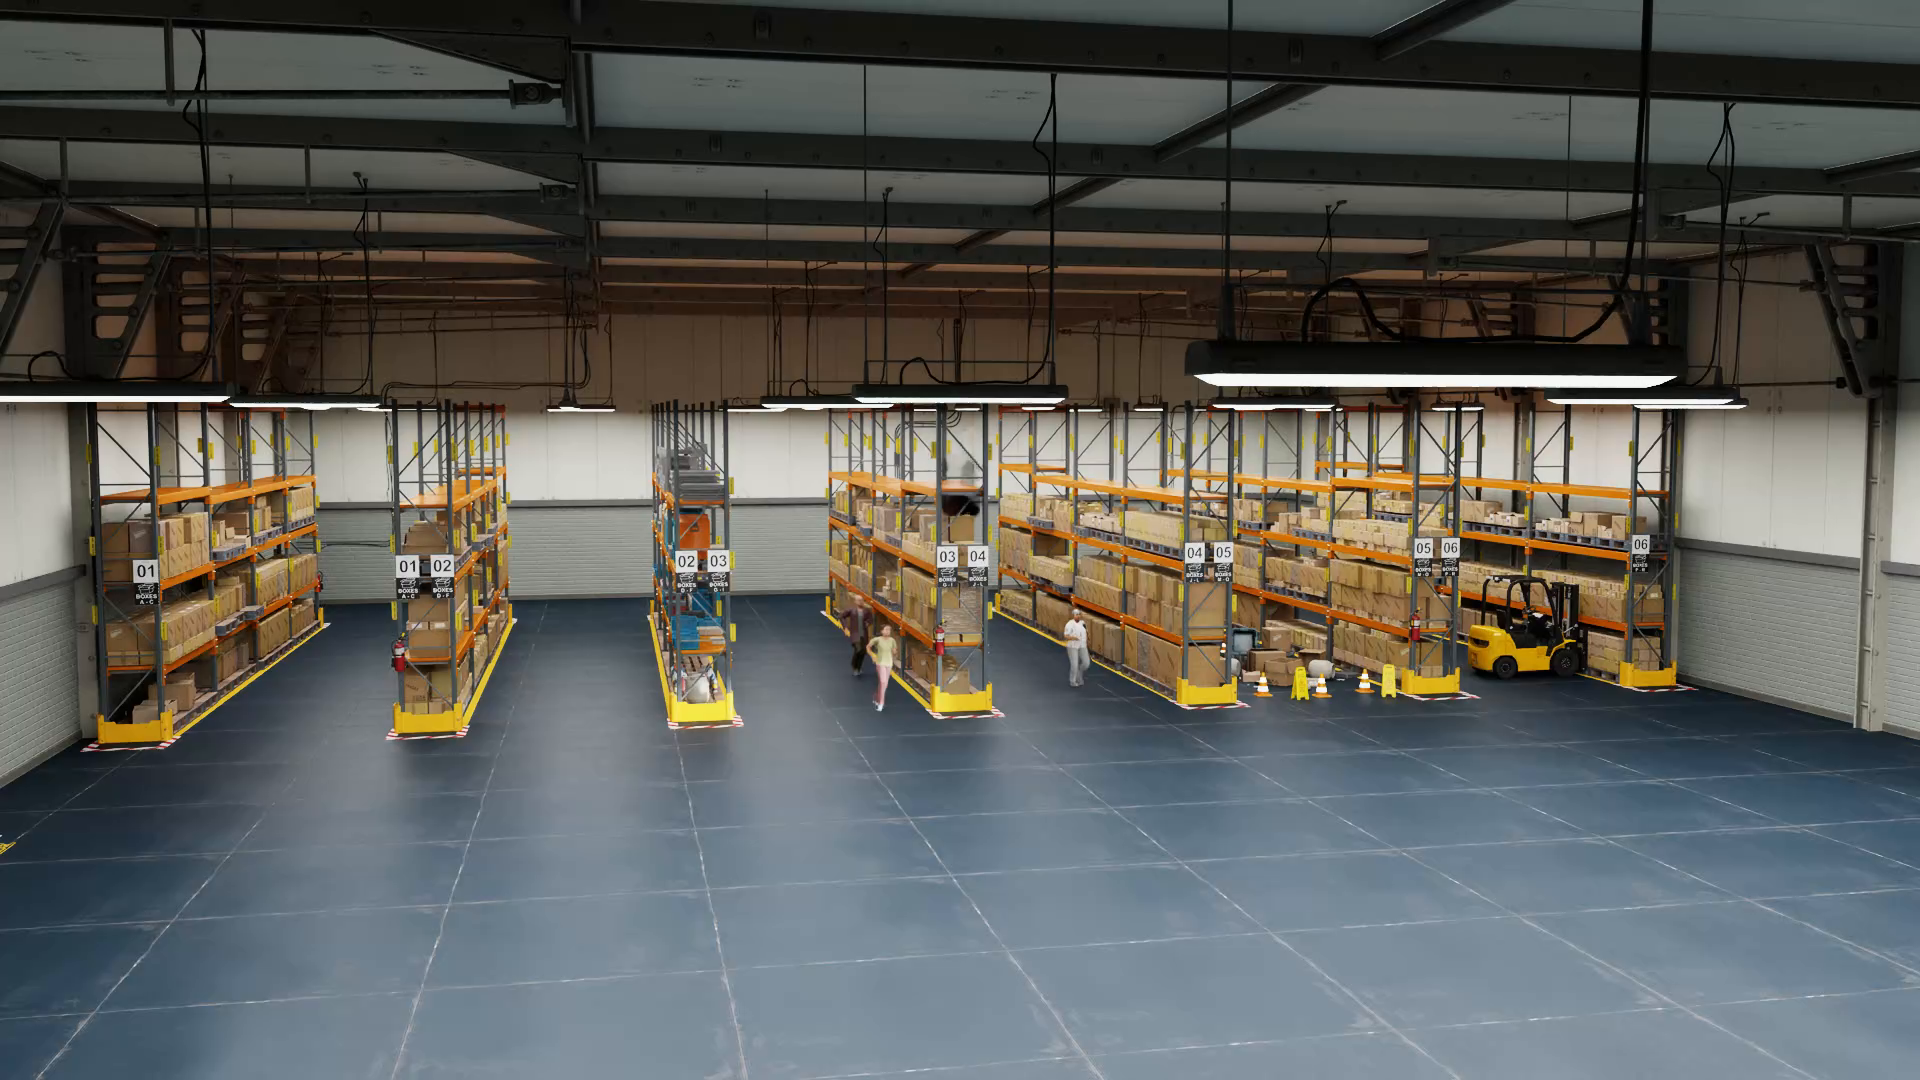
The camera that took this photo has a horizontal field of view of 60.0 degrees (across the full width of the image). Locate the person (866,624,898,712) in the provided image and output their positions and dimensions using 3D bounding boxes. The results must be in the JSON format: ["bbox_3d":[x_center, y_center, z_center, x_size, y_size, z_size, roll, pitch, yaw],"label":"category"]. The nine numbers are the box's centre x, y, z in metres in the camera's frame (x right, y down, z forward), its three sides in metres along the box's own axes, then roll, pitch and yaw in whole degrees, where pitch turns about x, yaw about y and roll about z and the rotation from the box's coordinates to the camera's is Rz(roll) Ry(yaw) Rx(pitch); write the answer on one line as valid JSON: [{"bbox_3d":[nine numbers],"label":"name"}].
[{"bbox_3d":[-1.482,2.474,32.333,0.576,1.716,0.698,-2,5,-28],"label":"person"}]

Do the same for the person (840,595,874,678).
[{"bbox_3d":[-2.205,2.105,36.314,0.675,1.794,0.765,-2,5,-25],"label":"person"}]

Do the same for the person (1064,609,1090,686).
[{"bbox_3d":[2.492,2.271,34.926,0.591,1.638,0.576,-2,5,-21],"label":"person"}]
